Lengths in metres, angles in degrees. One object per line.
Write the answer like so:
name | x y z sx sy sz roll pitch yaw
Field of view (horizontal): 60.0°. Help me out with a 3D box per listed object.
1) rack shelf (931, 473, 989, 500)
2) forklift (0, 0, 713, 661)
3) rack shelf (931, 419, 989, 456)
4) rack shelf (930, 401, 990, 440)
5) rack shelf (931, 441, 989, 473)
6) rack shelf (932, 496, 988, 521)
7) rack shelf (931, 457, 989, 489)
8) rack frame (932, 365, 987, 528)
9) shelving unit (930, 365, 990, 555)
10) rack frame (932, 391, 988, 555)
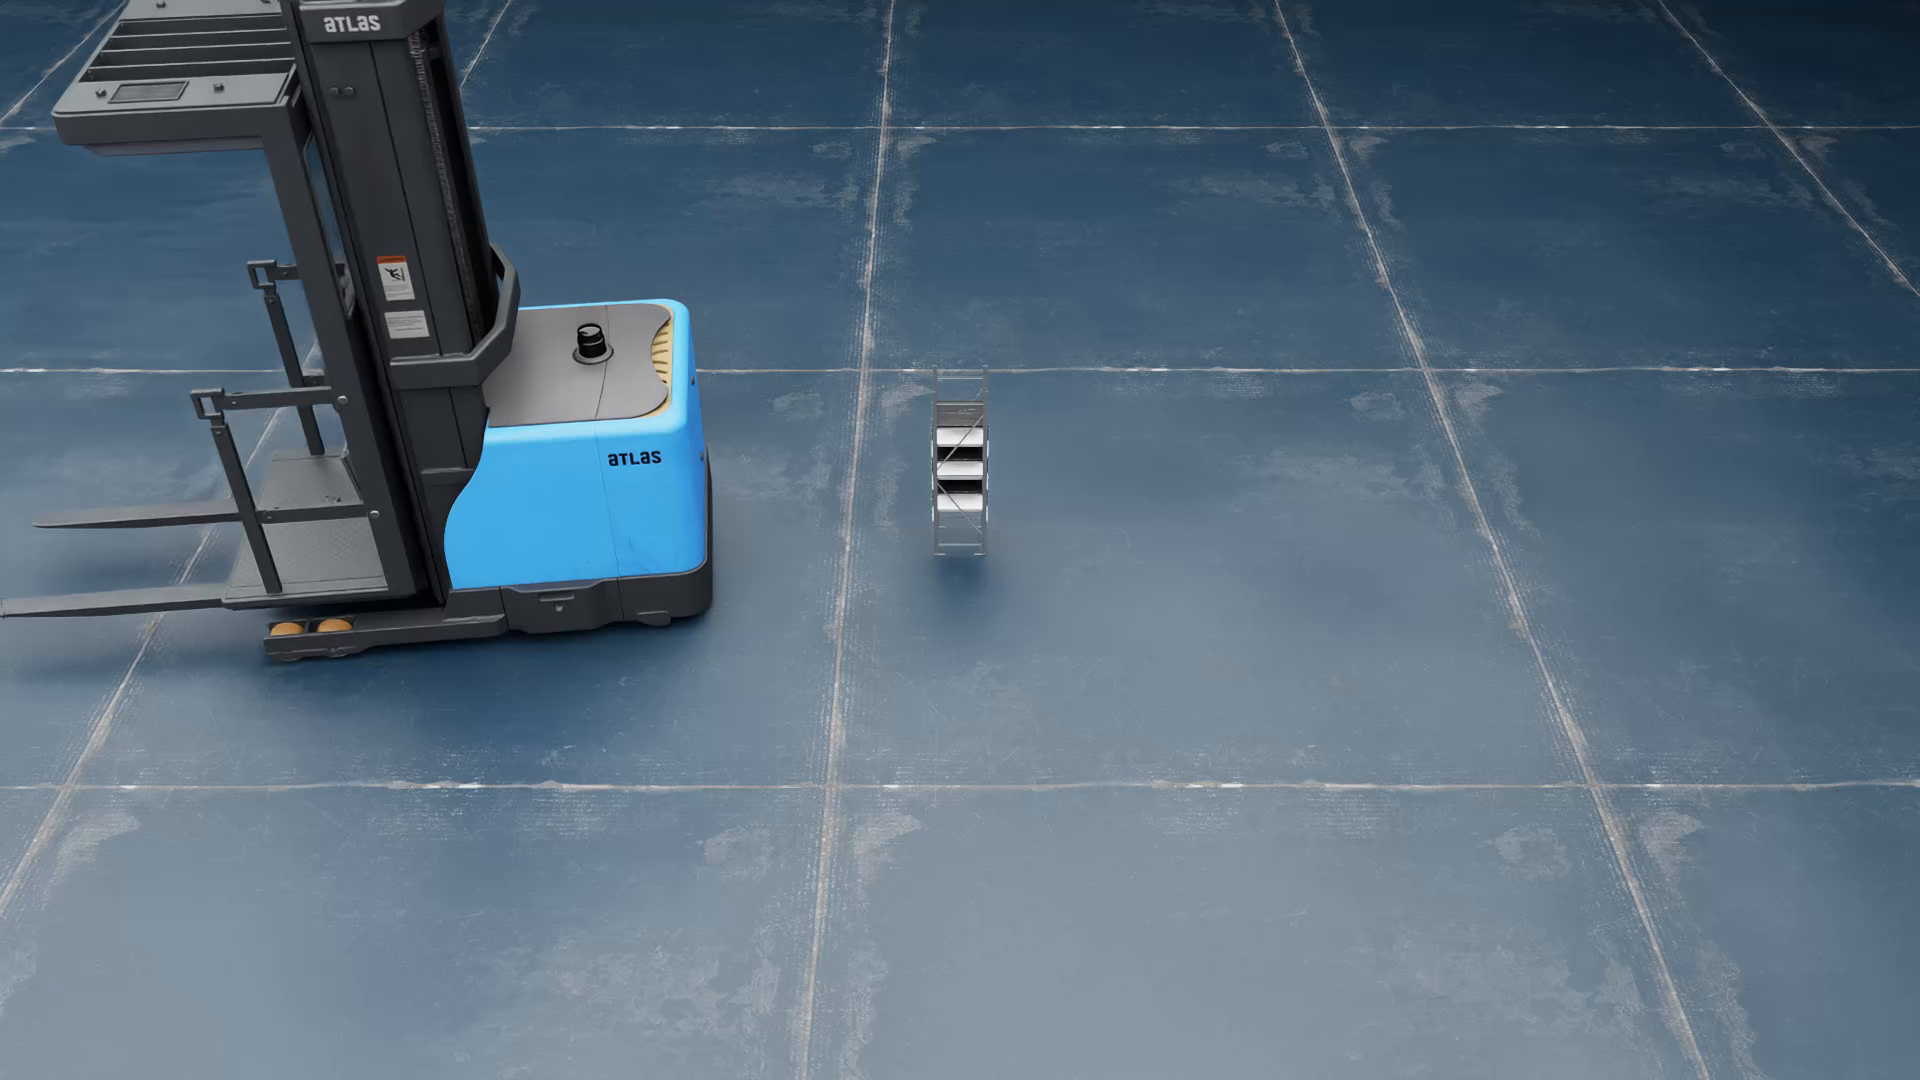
rack shelf | 0.000 -0.250 7.539 0.258 0.077 0.200 0 39 0
forklift | -2.642 -0.978 6.627 3.031 2.935 1.130 -4 39 -5
rack shelf | 0.000 -0.461 7.371 0.258 0.077 0.200 0 39 0
rack shelf | 0.000 -0.531 7.314 0.258 0.077 0.200 0 39 0
rack shelf | 0.000 -0.390 7.427 0.258 0.077 0.200 0 39 0
rack shelf | 0.000 -0.180 7.596 0.258 0.077 0.200 0 39 0
rack shelf | 0.000 -0.320 7.483 0.258 0.077 0.200 0 39 0
rack frame | 0.000 -0.410 7.542 0.240 0.900 0.006 0 39 0
shelving unit | 0.000 -0.346 7.462 0.258 0.900 0.210 0 39 0
rack frame | 0.000 -0.282 7.383 0.240 0.900 0.006 0 39 0
